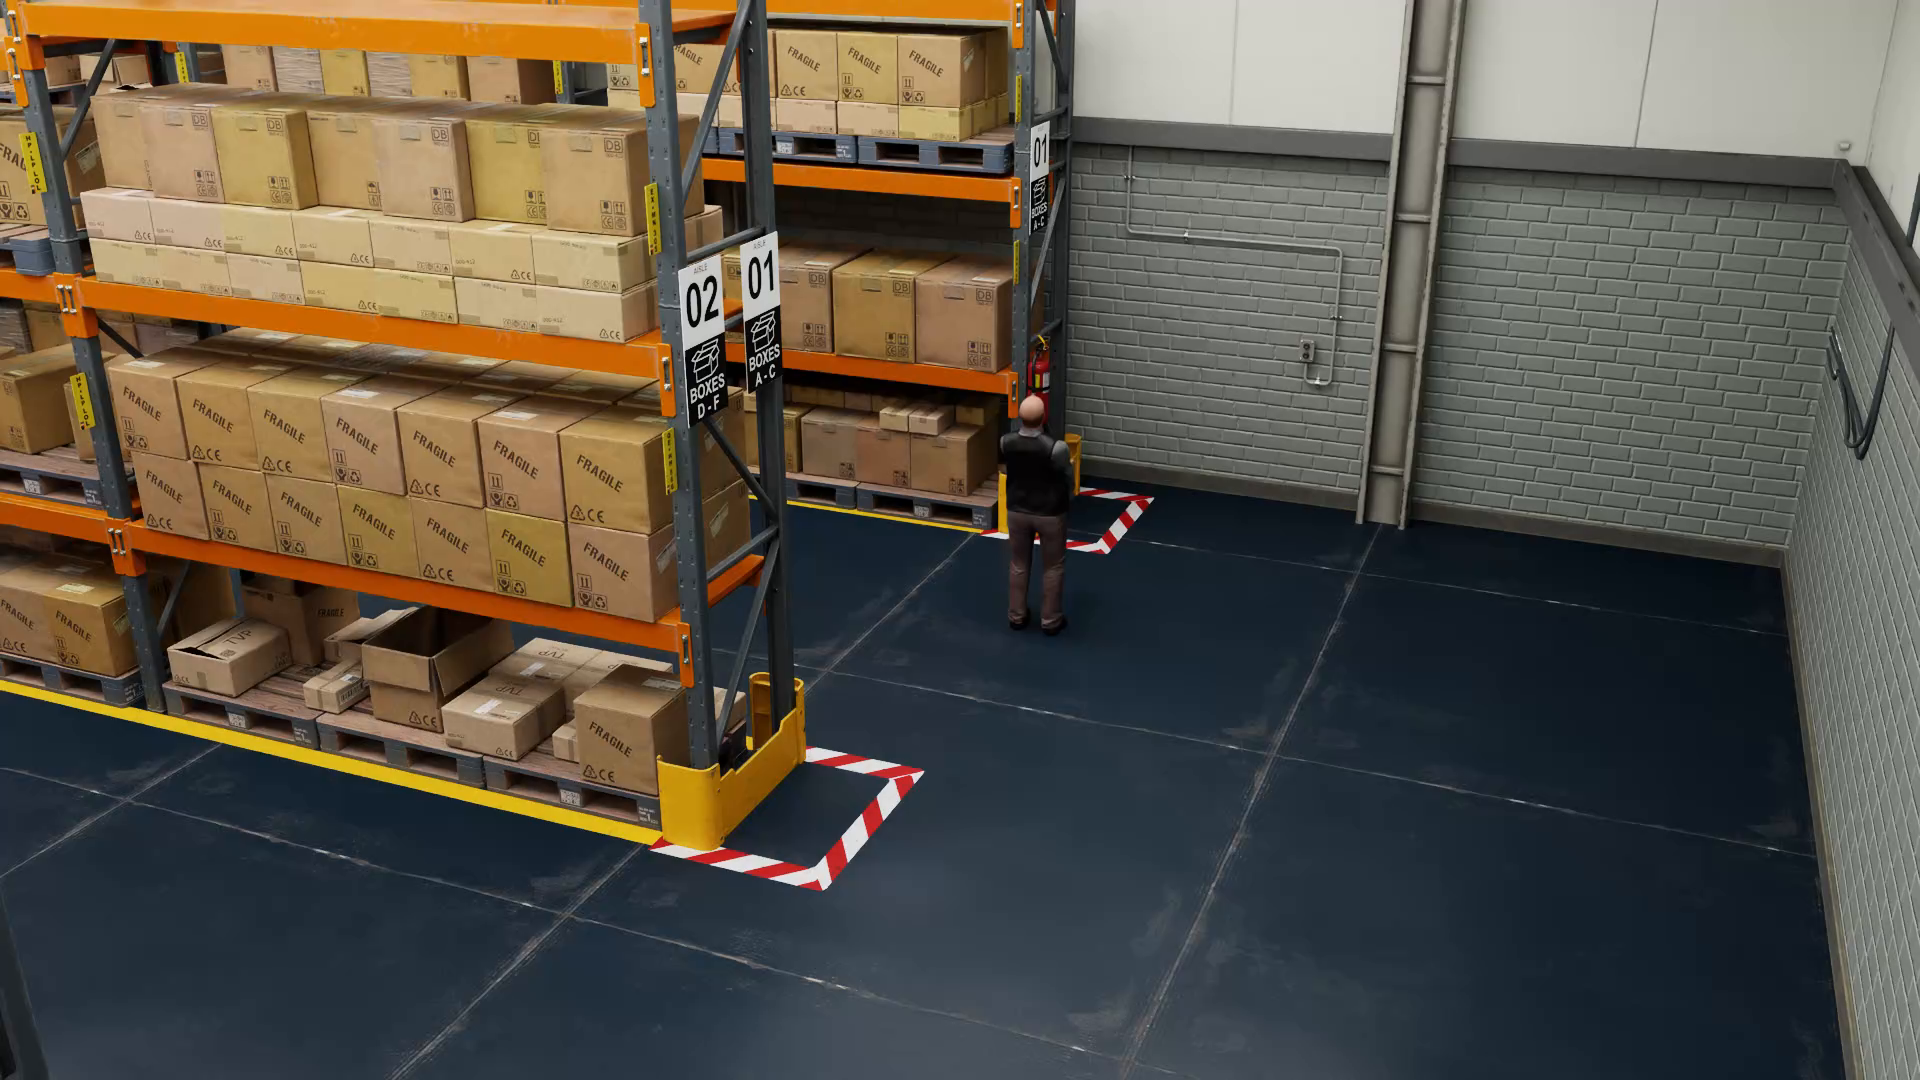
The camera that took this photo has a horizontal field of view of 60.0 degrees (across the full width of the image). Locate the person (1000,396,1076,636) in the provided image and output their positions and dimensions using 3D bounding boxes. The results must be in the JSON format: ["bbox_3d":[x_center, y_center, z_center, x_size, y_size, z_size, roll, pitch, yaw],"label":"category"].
[{"bbox_3d":[0.550,-0.215,11.503,0.494,1.711,0.539,9,24,21],"label":"person"}]
